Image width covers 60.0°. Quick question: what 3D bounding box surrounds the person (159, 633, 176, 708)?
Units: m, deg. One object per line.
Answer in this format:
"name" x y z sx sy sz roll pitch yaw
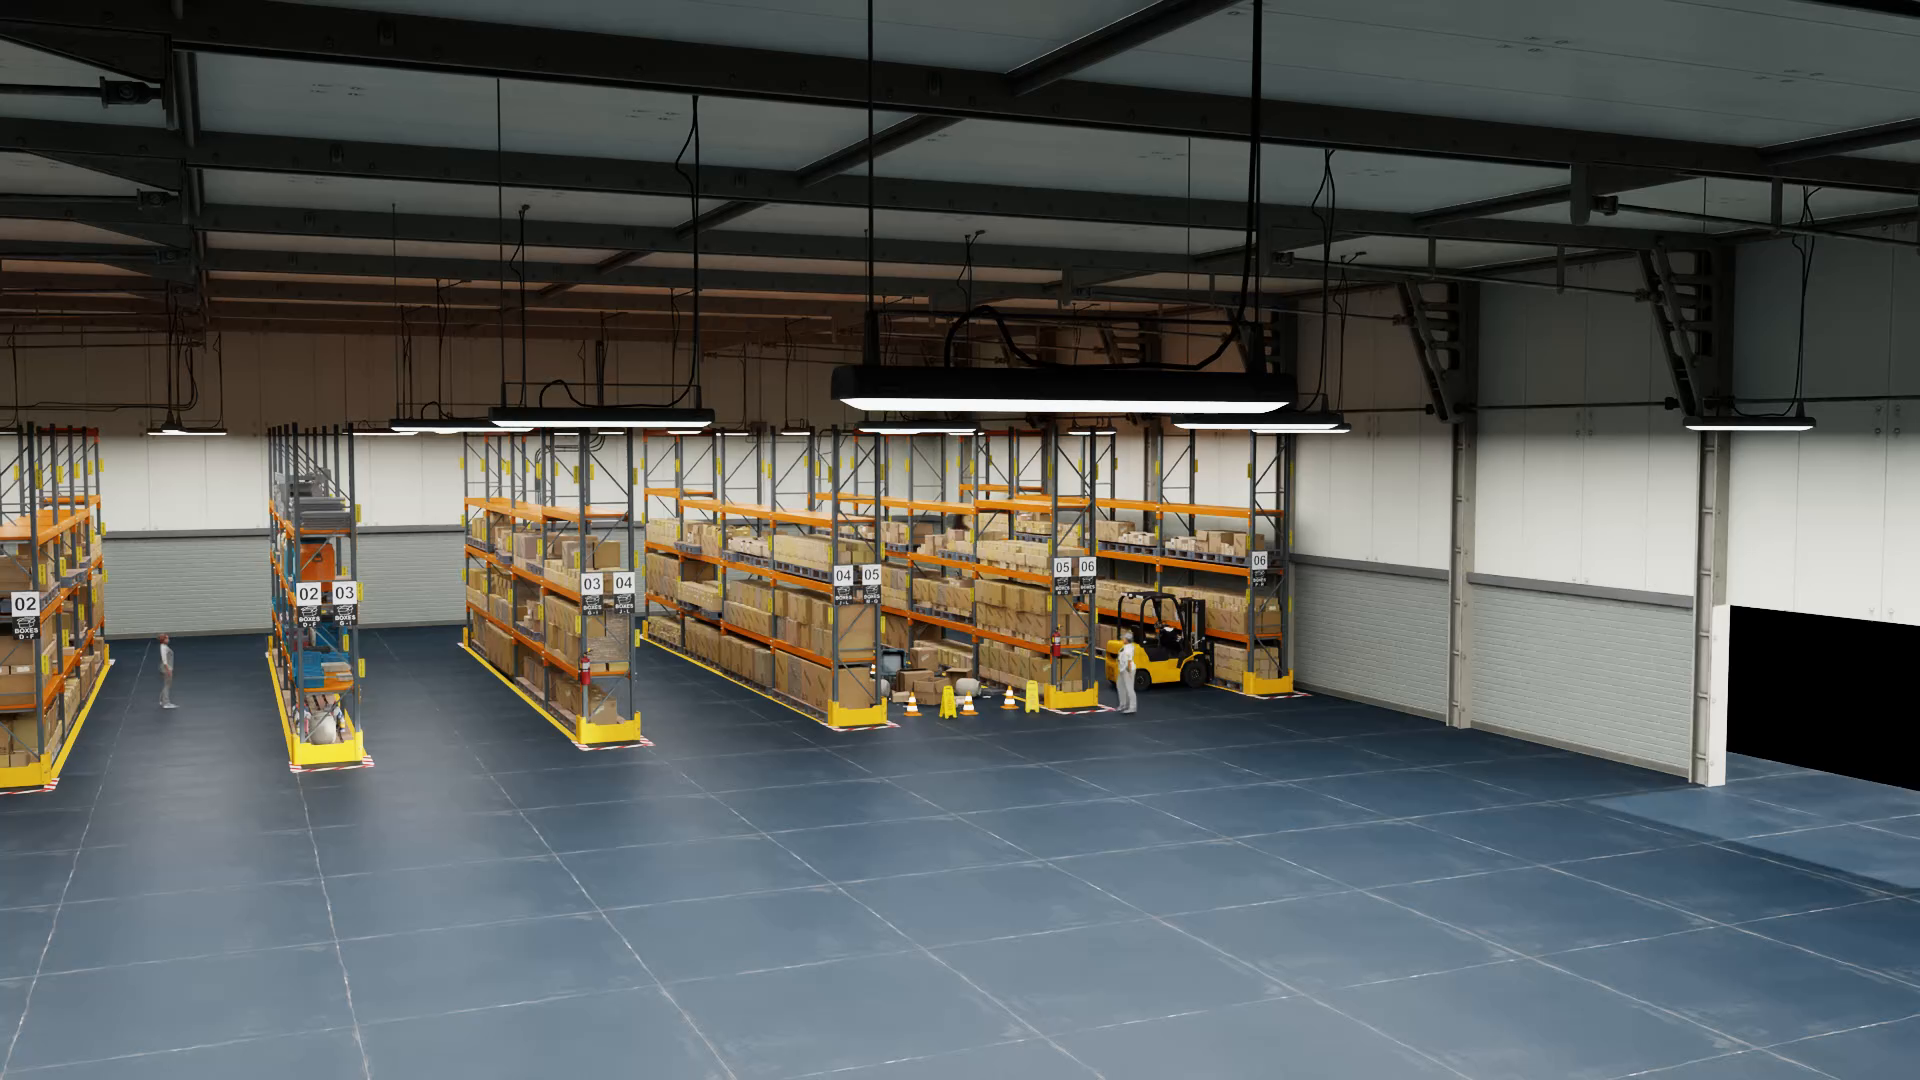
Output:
"person" -16.822 2.768 35.272 0.309 1.616 0.437 -2 4 -35

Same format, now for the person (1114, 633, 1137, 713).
"person" 3.441 2.773 34.798 0.435 1.702 0.637 -1 4 -14
